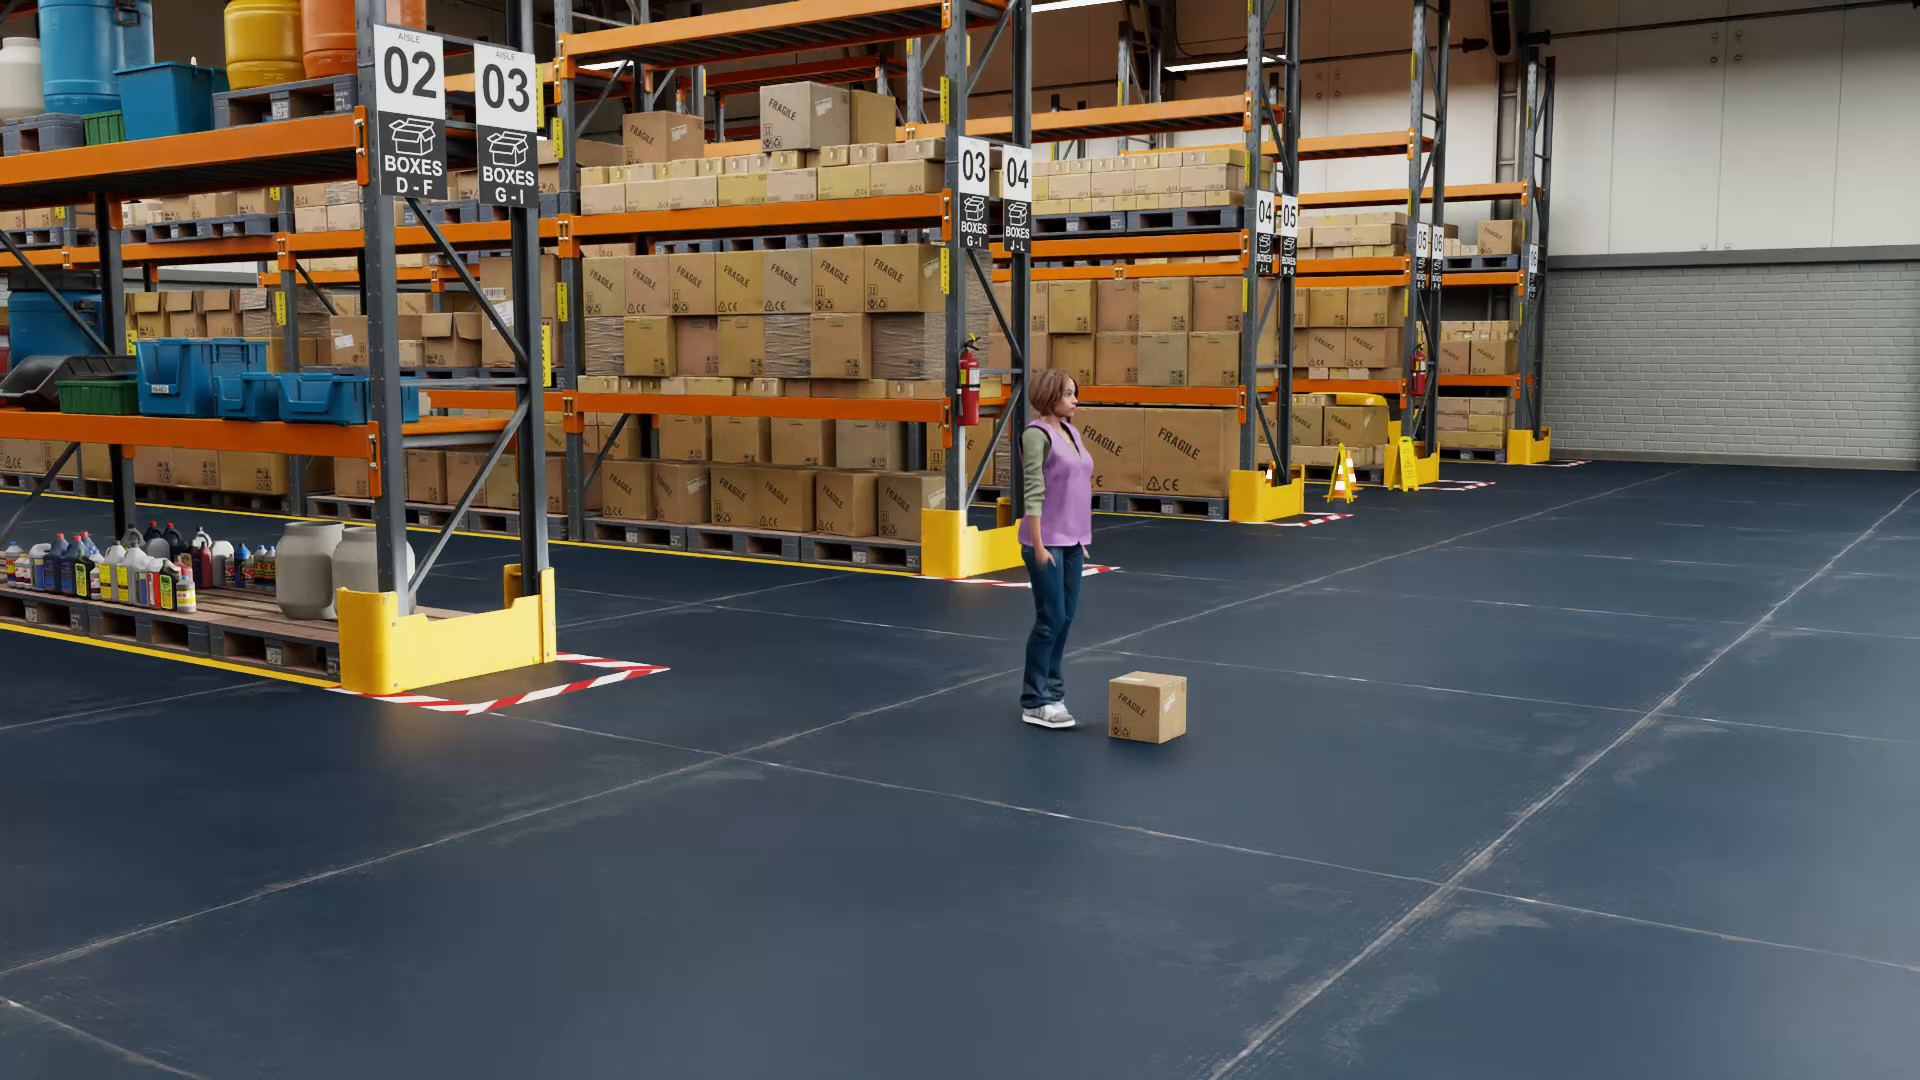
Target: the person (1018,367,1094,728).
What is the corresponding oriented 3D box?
[{"bbox_3d":[0.422,0.058,7.447,0.352,1.657,0.410,5,8,35],"label":"person"}]
